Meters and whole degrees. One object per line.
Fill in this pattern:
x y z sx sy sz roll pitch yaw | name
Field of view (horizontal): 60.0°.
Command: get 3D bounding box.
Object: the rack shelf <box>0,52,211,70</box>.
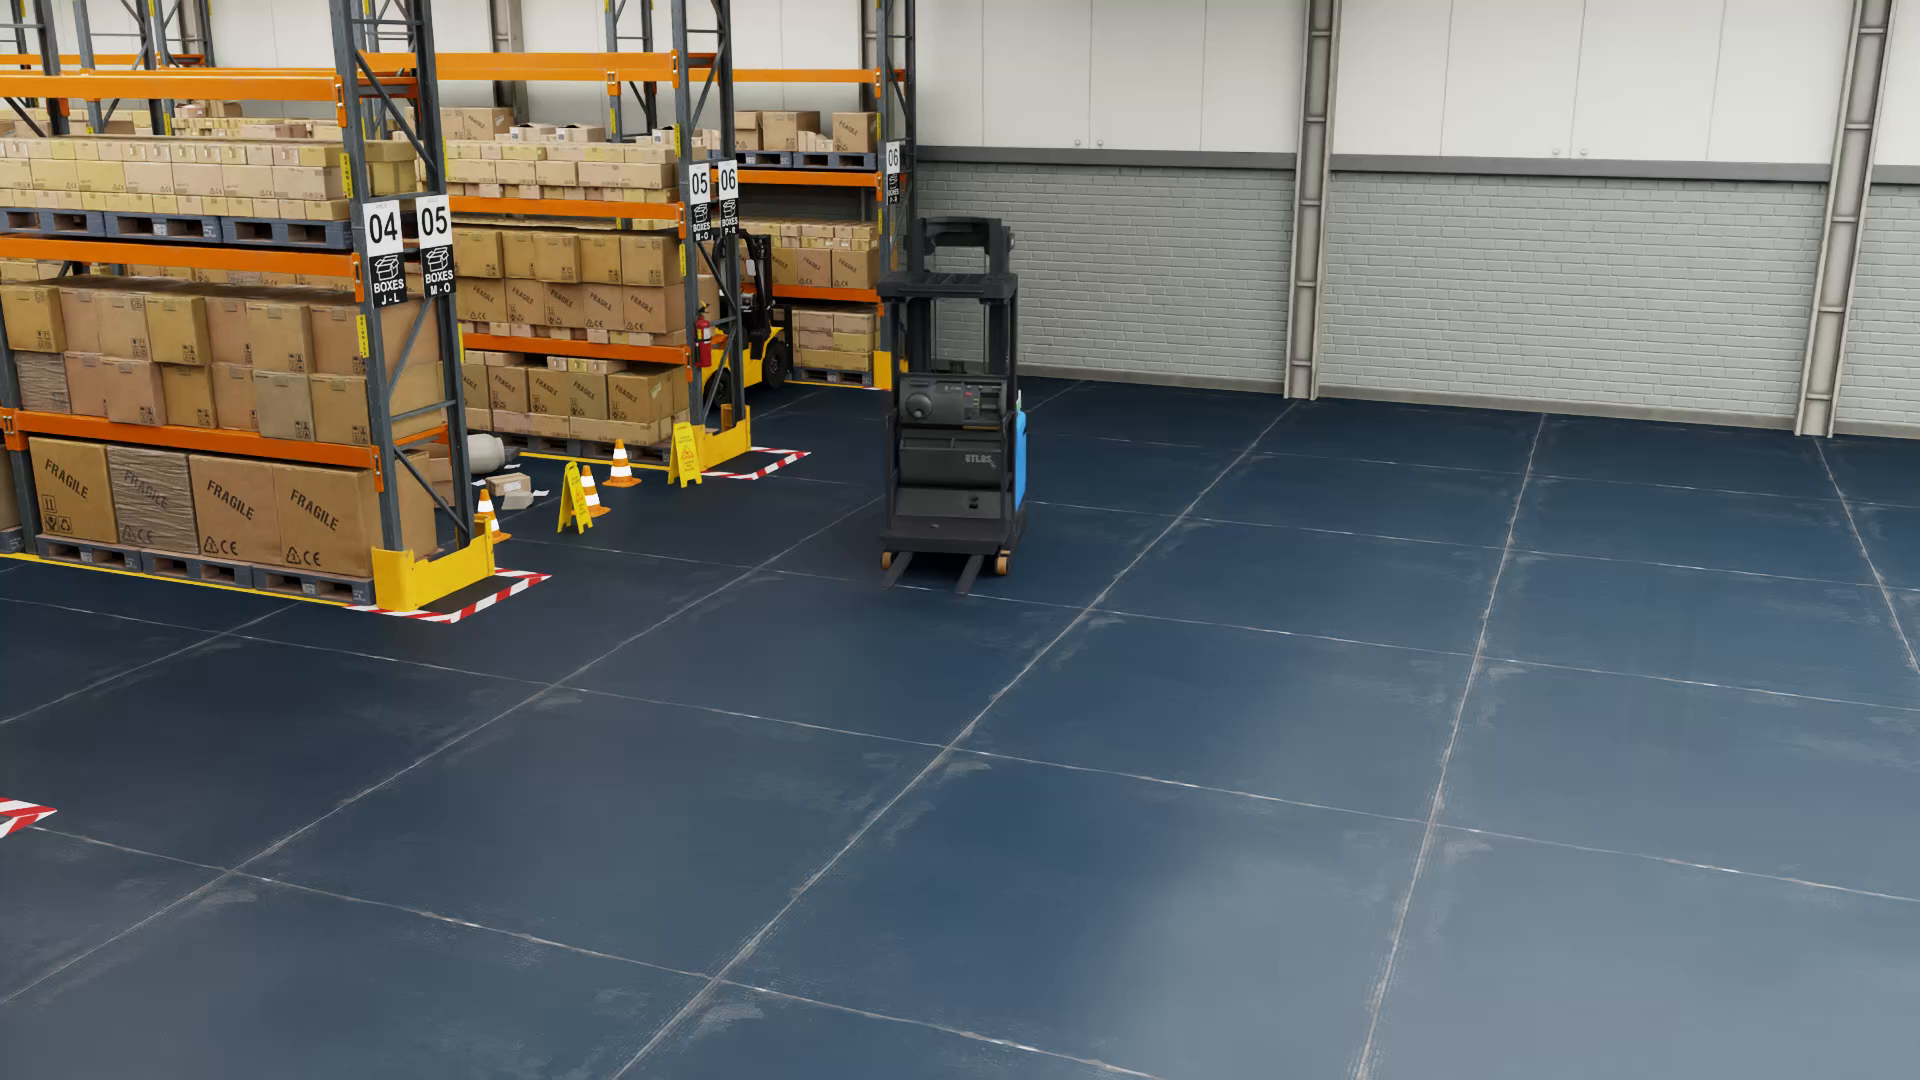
-13.847 -7.579 26.511 4.000 0.370 1.077 6 17 21 | rack shelf

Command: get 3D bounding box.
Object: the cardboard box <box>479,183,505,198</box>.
-4.995 -3.804 18.042 0.250 0.149 0.380 6 17 20 | cardboard box

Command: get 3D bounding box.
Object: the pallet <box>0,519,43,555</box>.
-8.830 -0.160 15.422 1.213 0.211 1.003 6 17 21 | pallet

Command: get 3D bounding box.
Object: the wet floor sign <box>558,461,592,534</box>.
-3.610 -0.410 15.506 0.232 0.644 0.267 3 17 11 | wet floor sign

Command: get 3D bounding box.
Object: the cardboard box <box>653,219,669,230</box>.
-4.074 -4.416 23.204 0.250 0.149 0.380 7 17 21 | cardboard box

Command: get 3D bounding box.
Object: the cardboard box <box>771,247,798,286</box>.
-2.334 -3.750 22.609 0.500 0.500 0.500 6 17 20 | cardboard box

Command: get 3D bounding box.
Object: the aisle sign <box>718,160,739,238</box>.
-2.470 -3.647 17.770 0.004 0.787 0.394 6 17 21 | aisle sign

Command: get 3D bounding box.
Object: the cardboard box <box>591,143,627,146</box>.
-3.819 -4.225 18.065 0.250 0.149 0.380 6 17 20 | cardboard box

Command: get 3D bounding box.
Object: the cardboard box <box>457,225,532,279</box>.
-5.108 -3.187 18.343 0.500 0.500 0.700 6 17 19 | cardboard box

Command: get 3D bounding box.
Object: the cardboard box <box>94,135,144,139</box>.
-7.159 -3.386 14.240 0.250 0.149 0.380 6 17 21 | cardboard box

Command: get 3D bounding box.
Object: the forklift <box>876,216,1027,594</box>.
-0.088 -1.207 14.150 1.130 2.935 3.031 2 16 8 | forklift

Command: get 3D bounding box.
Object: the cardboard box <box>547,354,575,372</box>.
-4.326 -1.966 18.312 0.250 0.149 0.380 7 18 23 | cardboard box

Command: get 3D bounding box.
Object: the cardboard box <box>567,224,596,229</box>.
-5.399 -4.419 23.748 0.250 0.149 0.380 6 17 21 | cardboard box

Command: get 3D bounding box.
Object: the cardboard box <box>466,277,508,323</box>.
-5.117 -2.707 18.483 0.500 0.500 0.500 6 17 20 | cardboard box

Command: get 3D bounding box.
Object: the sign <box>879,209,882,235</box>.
-1.036 -4.143 21.639 0.005 0.325 0.100 6 17 21 | sign

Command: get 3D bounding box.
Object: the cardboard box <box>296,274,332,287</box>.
-7.338 -3.165 19.304 0.500 0.500 0.500 6 17 21 | cardboard box

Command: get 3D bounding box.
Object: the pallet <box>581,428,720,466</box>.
-3.455 -1.086 18.611 1.213 0.211 1.003 6 17 21 | pallet

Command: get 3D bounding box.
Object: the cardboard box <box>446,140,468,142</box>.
-5.717 -4.454 18.853 0.250 0.149 0.380 6 17 19 | cardboard box

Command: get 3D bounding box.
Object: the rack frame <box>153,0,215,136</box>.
-11.987 -7.721 25.705 0.127 3.000 1.000 6 17 21 | rack frame

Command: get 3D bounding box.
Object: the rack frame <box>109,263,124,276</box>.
-10.083 -3.143 20.696 0.127 3.000 1.000 6 17 21 | rack frame

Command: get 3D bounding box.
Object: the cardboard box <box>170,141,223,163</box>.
-5.984 -3.060 13.117 0.250 0.149 0.380 6 17 20 | cardboard box

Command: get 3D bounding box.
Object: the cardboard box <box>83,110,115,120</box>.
-13.488 -6.684 26.353 0.500 0.250 0.500 7 17 22 | cardboard box

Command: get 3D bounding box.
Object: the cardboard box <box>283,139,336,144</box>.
-5.263 -3.178 13.523 0.250 0.149 0.380 6 17 21 | cardboard box

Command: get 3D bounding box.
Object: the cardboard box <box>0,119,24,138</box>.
-11.829 -4.938 20.568 0.500 0.500 0.500 6 17 21 | cardboard box

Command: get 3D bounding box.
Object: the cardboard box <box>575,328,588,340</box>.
-4.012 -2.297 18.232 0.250 0.149 0.380 7 17 21 | cardboard box

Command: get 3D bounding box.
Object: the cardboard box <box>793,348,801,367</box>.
-2.298 -2.567 22.889 0.500 0.250 0.500 6 17 21 | cardboard box

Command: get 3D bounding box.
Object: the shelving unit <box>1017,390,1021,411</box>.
0.300 -0.843 15.997 0.503 1.200 0.258 6 17 18 | shelving unit

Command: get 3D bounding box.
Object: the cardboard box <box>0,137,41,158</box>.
-7.871 -3.267 13.830 0.250 0.149 0.380 6 17 21 | cardboard box

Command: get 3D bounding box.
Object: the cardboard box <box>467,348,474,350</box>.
-5.713 -1.984 19.538 0.500 0.500 0.500 6 17 20 | cardboard box

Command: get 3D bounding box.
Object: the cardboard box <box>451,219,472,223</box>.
-7.332 -4.611 24.411 0.250 0.149 0.380 6 17 21 | cardboard box

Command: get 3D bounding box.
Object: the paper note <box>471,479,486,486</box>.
-4.986 -0.600 17.281 0.142 0.019 0.148 14 21 40 | paper note

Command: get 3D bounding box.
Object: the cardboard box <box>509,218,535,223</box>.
-6.453 -4.657 24.570 0.250 0.149 0.380 7 18 22 | cardboard box

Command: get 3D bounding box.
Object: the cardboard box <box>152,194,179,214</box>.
-6.216 -2.702 13.316 0.250 0.149 0.380 7 17 21 | cardboard box

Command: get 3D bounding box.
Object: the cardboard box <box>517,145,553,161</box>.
-4.503 -4.134 17.749 0.250 0.149 0.380 7 18 22 | cardboard box

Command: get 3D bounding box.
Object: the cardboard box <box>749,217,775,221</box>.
-2.733 -4.396 23.137 0.250 0.149 0.380 7 18 22 | cardboard box

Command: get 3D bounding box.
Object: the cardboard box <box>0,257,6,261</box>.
-12.068 -3.813 21.031 0.500 0.500 0.500 6 17 20 | cardboard box

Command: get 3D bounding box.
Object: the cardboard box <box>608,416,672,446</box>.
-3.514 -1.221 18.255 0.500 0.250 0.500 6 17 20 | cardboard box

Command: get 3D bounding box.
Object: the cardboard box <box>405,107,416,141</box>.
-7.681 -6.032 24.154 0.500 0.500 0.500 6 17 21 | cardboard box

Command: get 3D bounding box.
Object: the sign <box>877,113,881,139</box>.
-1.036 -5.301 21.303 0.005 0.325 0.100 6 17 21 | sign

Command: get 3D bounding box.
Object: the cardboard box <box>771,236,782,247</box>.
-2.451 -4.060 22.511 0.250 0.149 0.380 6 17 21 | cardboard box

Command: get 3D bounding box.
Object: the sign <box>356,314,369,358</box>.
-4.576 -1.561 12.745 0.005 0.325 0.100 6 17 21 | sign

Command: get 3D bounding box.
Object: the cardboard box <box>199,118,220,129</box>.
-11.375 -6.362 25.390 0.250 0.149 0.380 6 17 20 | cardboard box

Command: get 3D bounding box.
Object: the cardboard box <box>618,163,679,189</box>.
-3.216 -3.818 17.378 0.500 0.250 0.500 6 17 20 | cardboard box

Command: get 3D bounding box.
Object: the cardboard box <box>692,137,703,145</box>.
-3.524 -5.388 22.567 0.250 0.149 0.380 7 18 22 | cardboard box

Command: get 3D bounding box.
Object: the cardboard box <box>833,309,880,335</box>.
-1.366 -2.940 22.382 0.500 0.250 0.500 7 18 22 | cardboard box

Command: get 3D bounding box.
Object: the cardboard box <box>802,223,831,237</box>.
-1.933 -4.178 22.386 0.250 0.149 0.380 6 17 21 | cardboard box

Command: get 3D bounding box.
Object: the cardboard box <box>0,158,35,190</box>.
-7.732 -3.078 13.895 0.500 0.250 0.500 6 17 21 | cardboard box

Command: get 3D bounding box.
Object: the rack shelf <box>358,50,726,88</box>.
-4.502 -5.063 17.846 4.000 0.370 1.077 6 17 21 | rack shelf

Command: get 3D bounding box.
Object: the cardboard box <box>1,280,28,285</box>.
-8.549 -2.017 14.845 0.500 0.500 0.700 6 17 20 | cardboard box

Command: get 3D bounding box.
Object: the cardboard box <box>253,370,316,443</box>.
-5.245 -1.179 13.663 0.550 0.550 0.875 6 17 21 | cardboard box

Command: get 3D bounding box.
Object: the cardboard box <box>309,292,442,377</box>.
-4.694 -1.669 13.413 0.550 0.550 0.875 6 17 21 | cardboard box

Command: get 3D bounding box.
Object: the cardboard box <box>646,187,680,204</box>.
-3.076 -3.609 17.370 0.250 0.149 0.380 6 17 21 | cardboard box

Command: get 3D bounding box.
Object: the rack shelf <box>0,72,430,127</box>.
-6.224 -3.579 13.444 4.000 0.370 1.077 6 17 21 | rack shelf

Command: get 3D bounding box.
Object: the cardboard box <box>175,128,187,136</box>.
-11.855 -6.276 25.625 0.250 0.149 0.380 7 17 21 | cardboard box
